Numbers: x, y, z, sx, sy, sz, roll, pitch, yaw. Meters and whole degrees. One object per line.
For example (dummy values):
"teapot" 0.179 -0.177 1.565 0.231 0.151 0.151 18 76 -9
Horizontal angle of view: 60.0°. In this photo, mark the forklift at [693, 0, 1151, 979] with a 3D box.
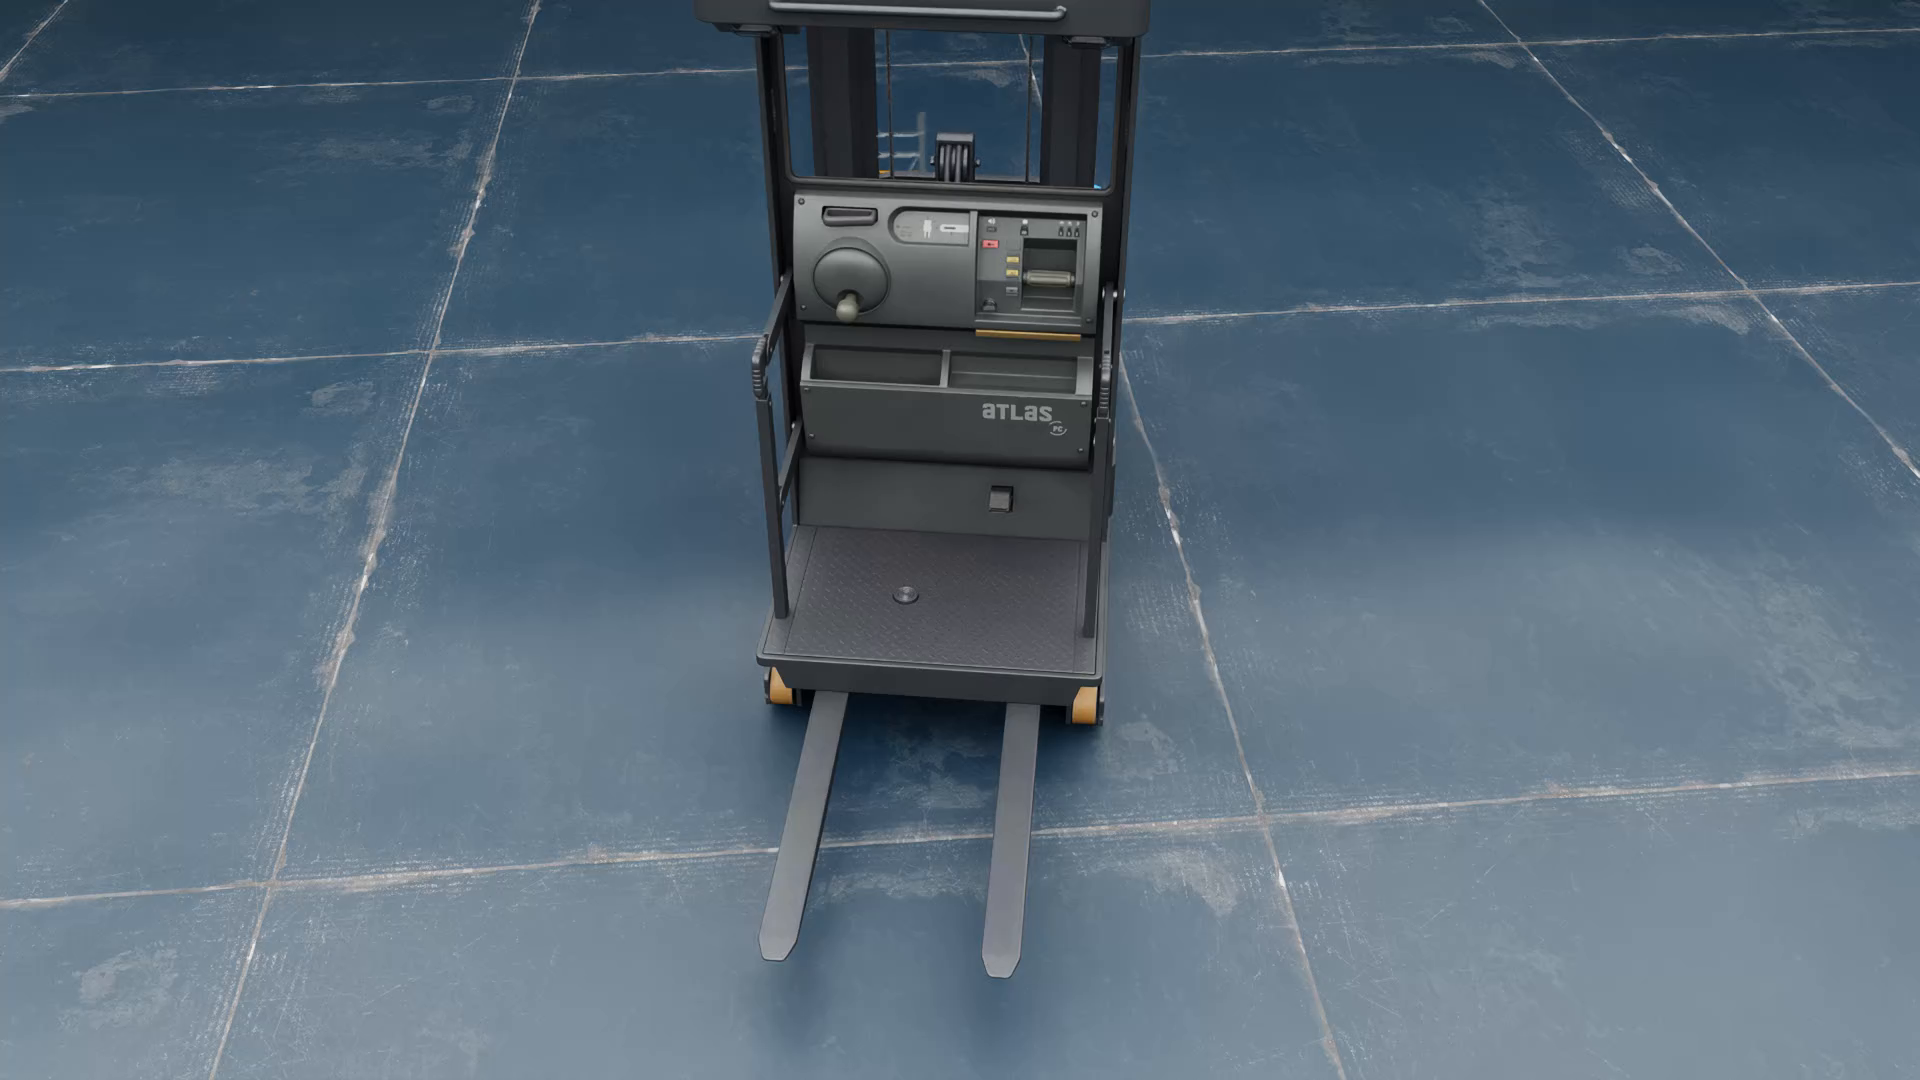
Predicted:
"forklift" -0.058 -0.765 4.854 1.130 2.935 3.031 3 38 4

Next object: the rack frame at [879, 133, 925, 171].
"rack frame" -0.252 -1.055 6.619 0.240 1.200 0.006 -2 38 -2

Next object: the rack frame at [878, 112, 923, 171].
"rack frame" -0.262 -1.169 6.762 0.240 1.200 0.006 -2 38 -2

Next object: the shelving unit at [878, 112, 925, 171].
"shelving unit" -0.257 -1.112 6.691 0.258 1.200 0.189 -2 38 -2
